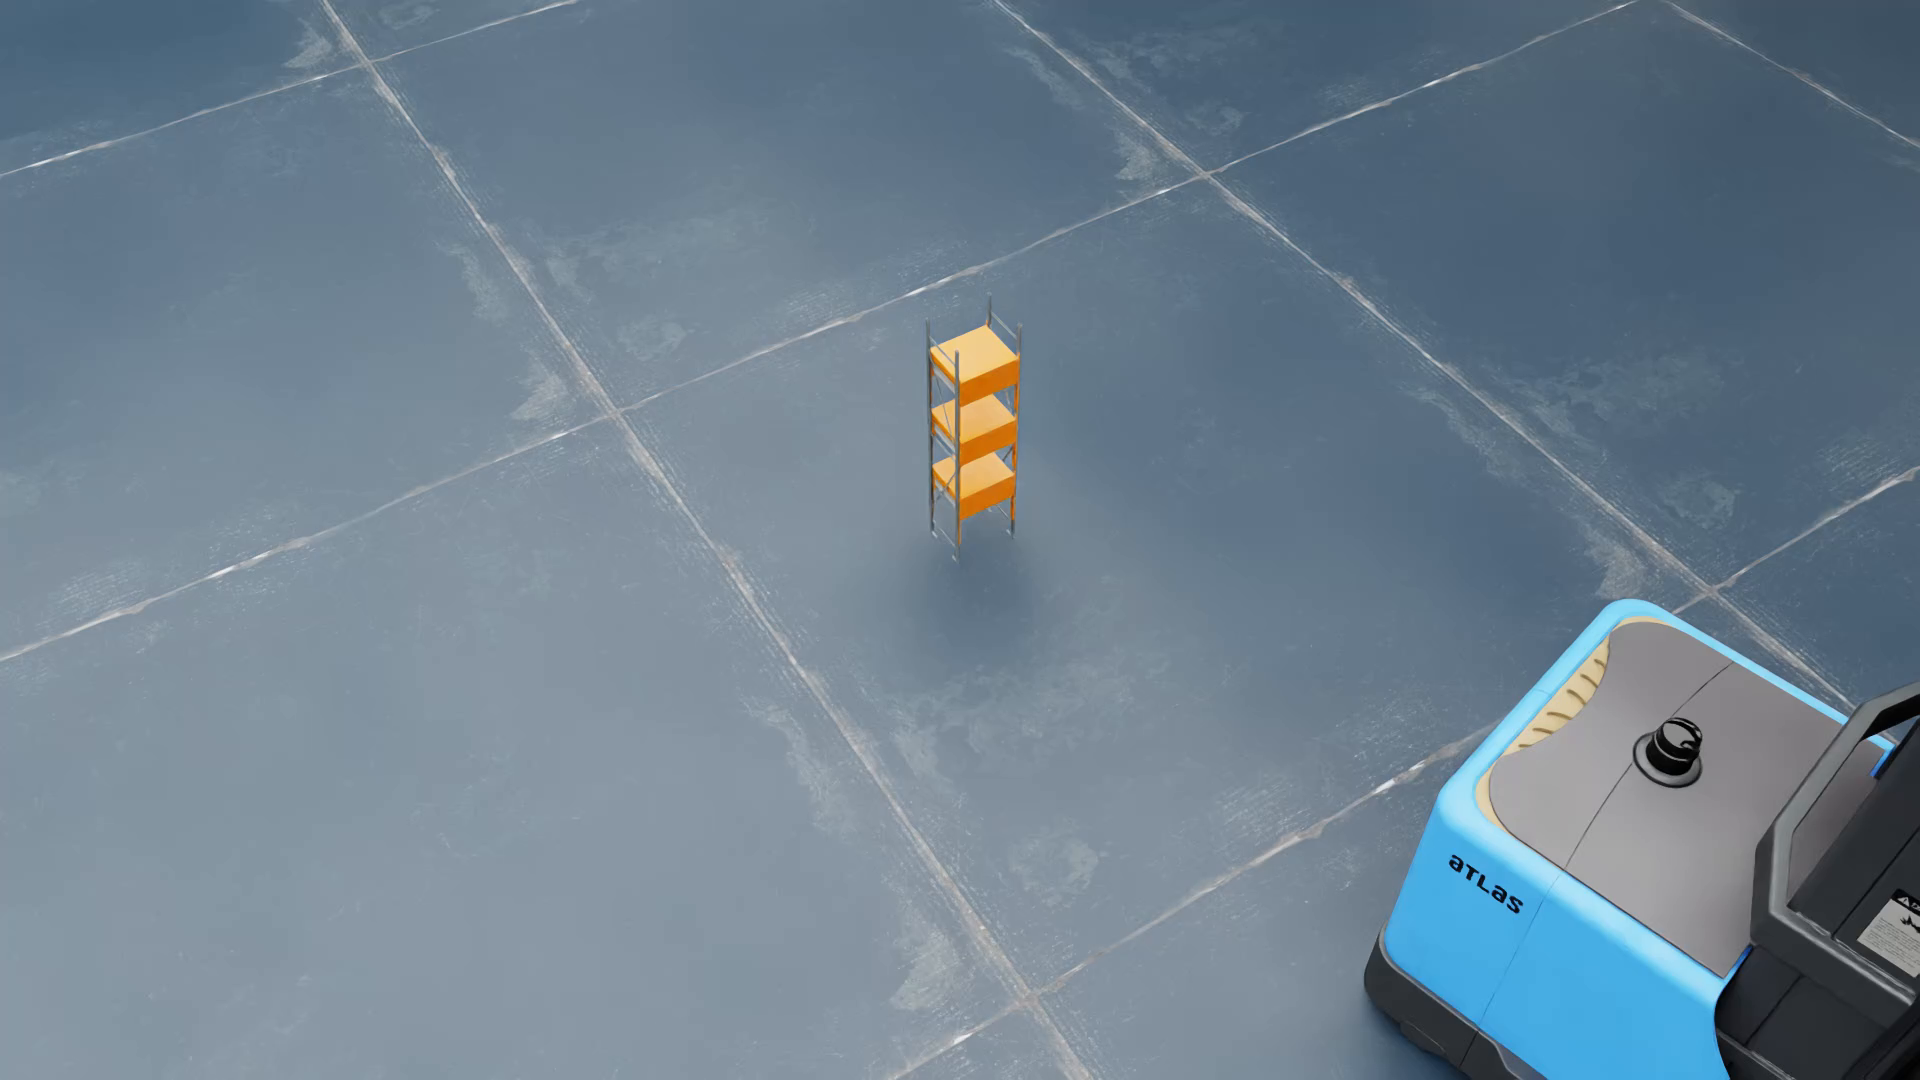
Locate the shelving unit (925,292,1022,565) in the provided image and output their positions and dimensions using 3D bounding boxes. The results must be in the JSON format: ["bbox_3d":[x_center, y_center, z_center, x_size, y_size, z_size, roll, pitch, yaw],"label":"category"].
[{"bbox_3d":[0.045,-0.370,5.877,0.252,1.050,0.215,-25,53,-21],"label":"shelving unit"}]

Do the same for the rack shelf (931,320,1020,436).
[{"bbox_3d":[0.045,-0.552,5.673,0.240,0.259,0.215,-25,53,-21],"label":"rack shelf"}]

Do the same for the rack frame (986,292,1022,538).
[{"bbox_3d":[0.148,-0.419,5.920,0.008,1.050,0.200,-25,53,-21],"label":"rack frame"}]

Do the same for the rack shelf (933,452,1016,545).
[{"bbox_3d":[0.045,-0.179,6.092,0.240,0.259,0.215,-25,53,-21],"label":"rack shelf"}]

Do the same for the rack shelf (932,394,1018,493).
[{"bbox_3d":[0.045,-0.363,5.885,0.240,0.259,0.215,-25,53,-21],"label":"rack shelf"}]

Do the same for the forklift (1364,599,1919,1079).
[{"bbox_3d":[2.620,0.902,3.484,3.031,2.935,1.130,36,57,27],"label":"forklift"}]

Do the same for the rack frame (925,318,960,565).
[{"bbox_3d":[-0.058,-0.322,5.834,0.008,1.050,0.200,-25,53,-21],"label":"rack frame"}]
